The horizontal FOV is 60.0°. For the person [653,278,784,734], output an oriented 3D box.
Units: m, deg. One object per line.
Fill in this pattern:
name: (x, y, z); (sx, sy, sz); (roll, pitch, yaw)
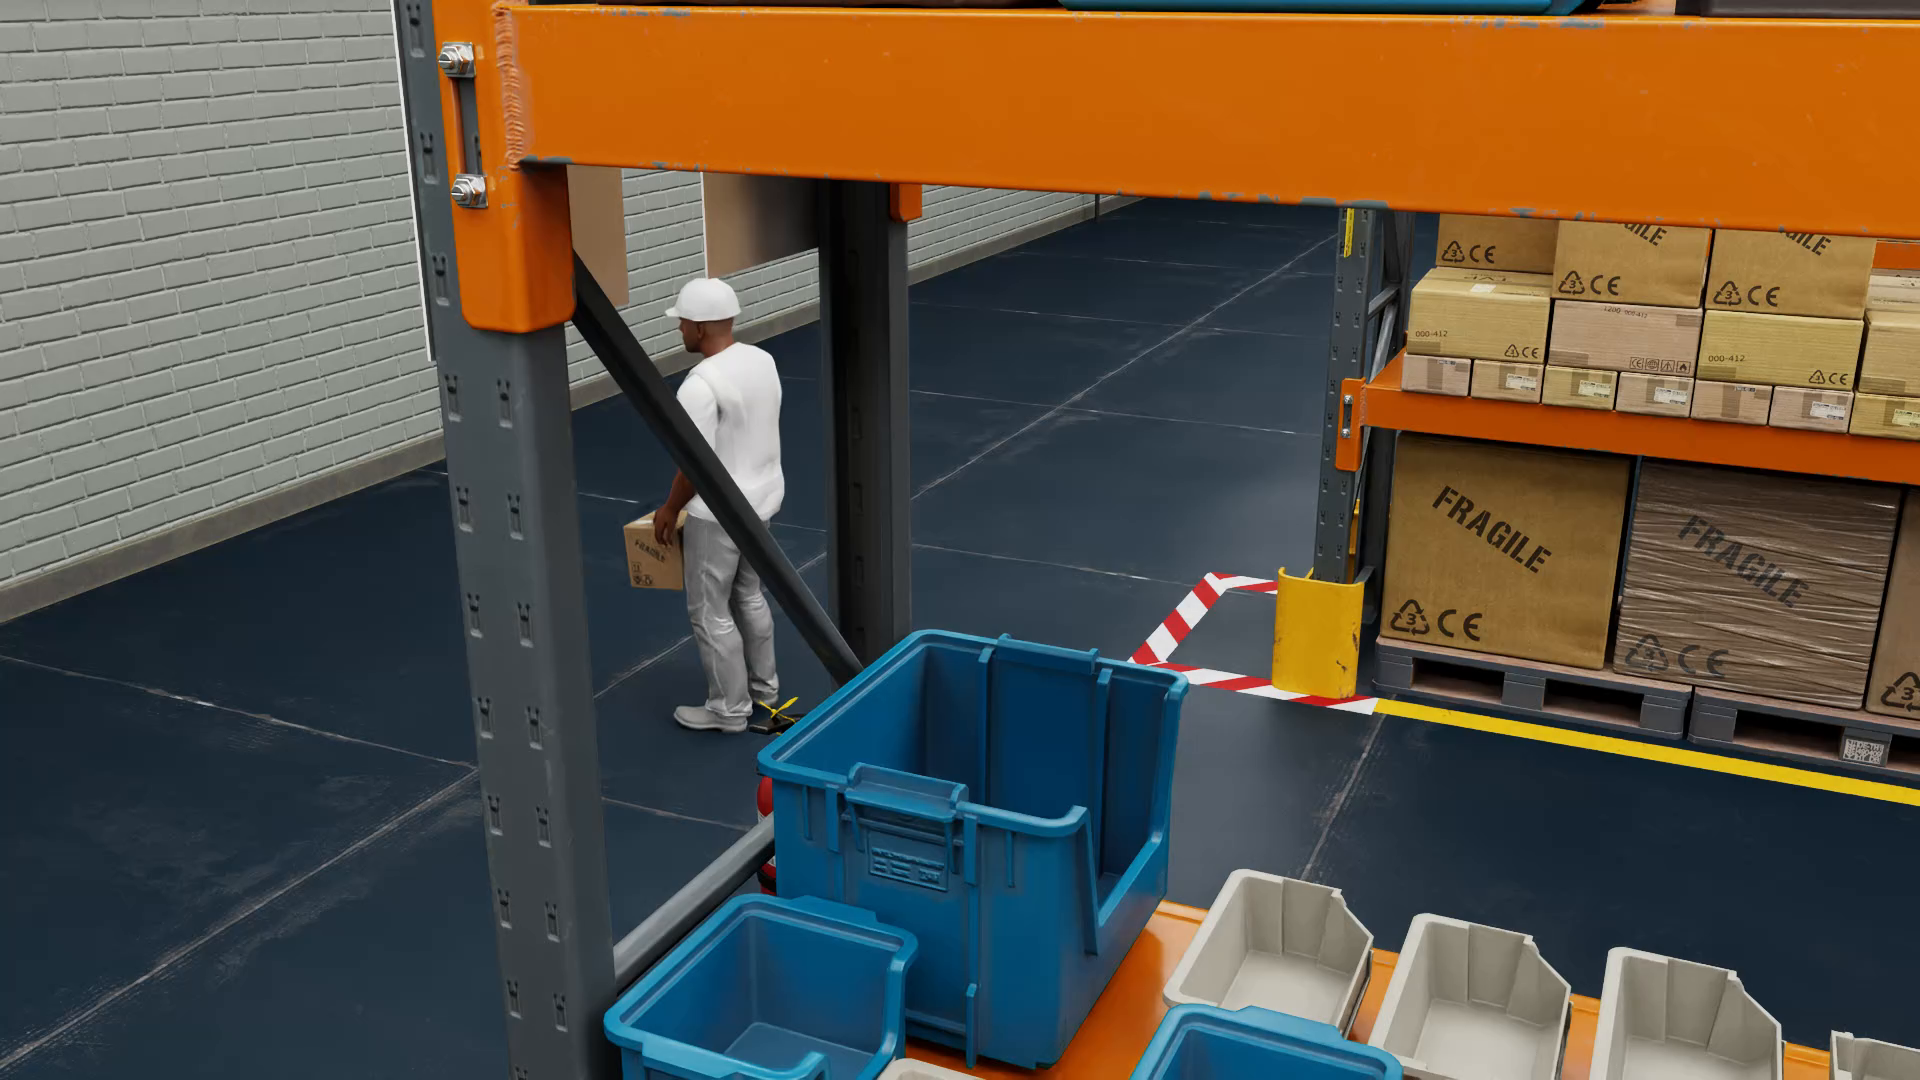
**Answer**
person: (-0.909, -0.128, 6.400); (0.434, 1.767, 0.580); (8, 20, 22)
